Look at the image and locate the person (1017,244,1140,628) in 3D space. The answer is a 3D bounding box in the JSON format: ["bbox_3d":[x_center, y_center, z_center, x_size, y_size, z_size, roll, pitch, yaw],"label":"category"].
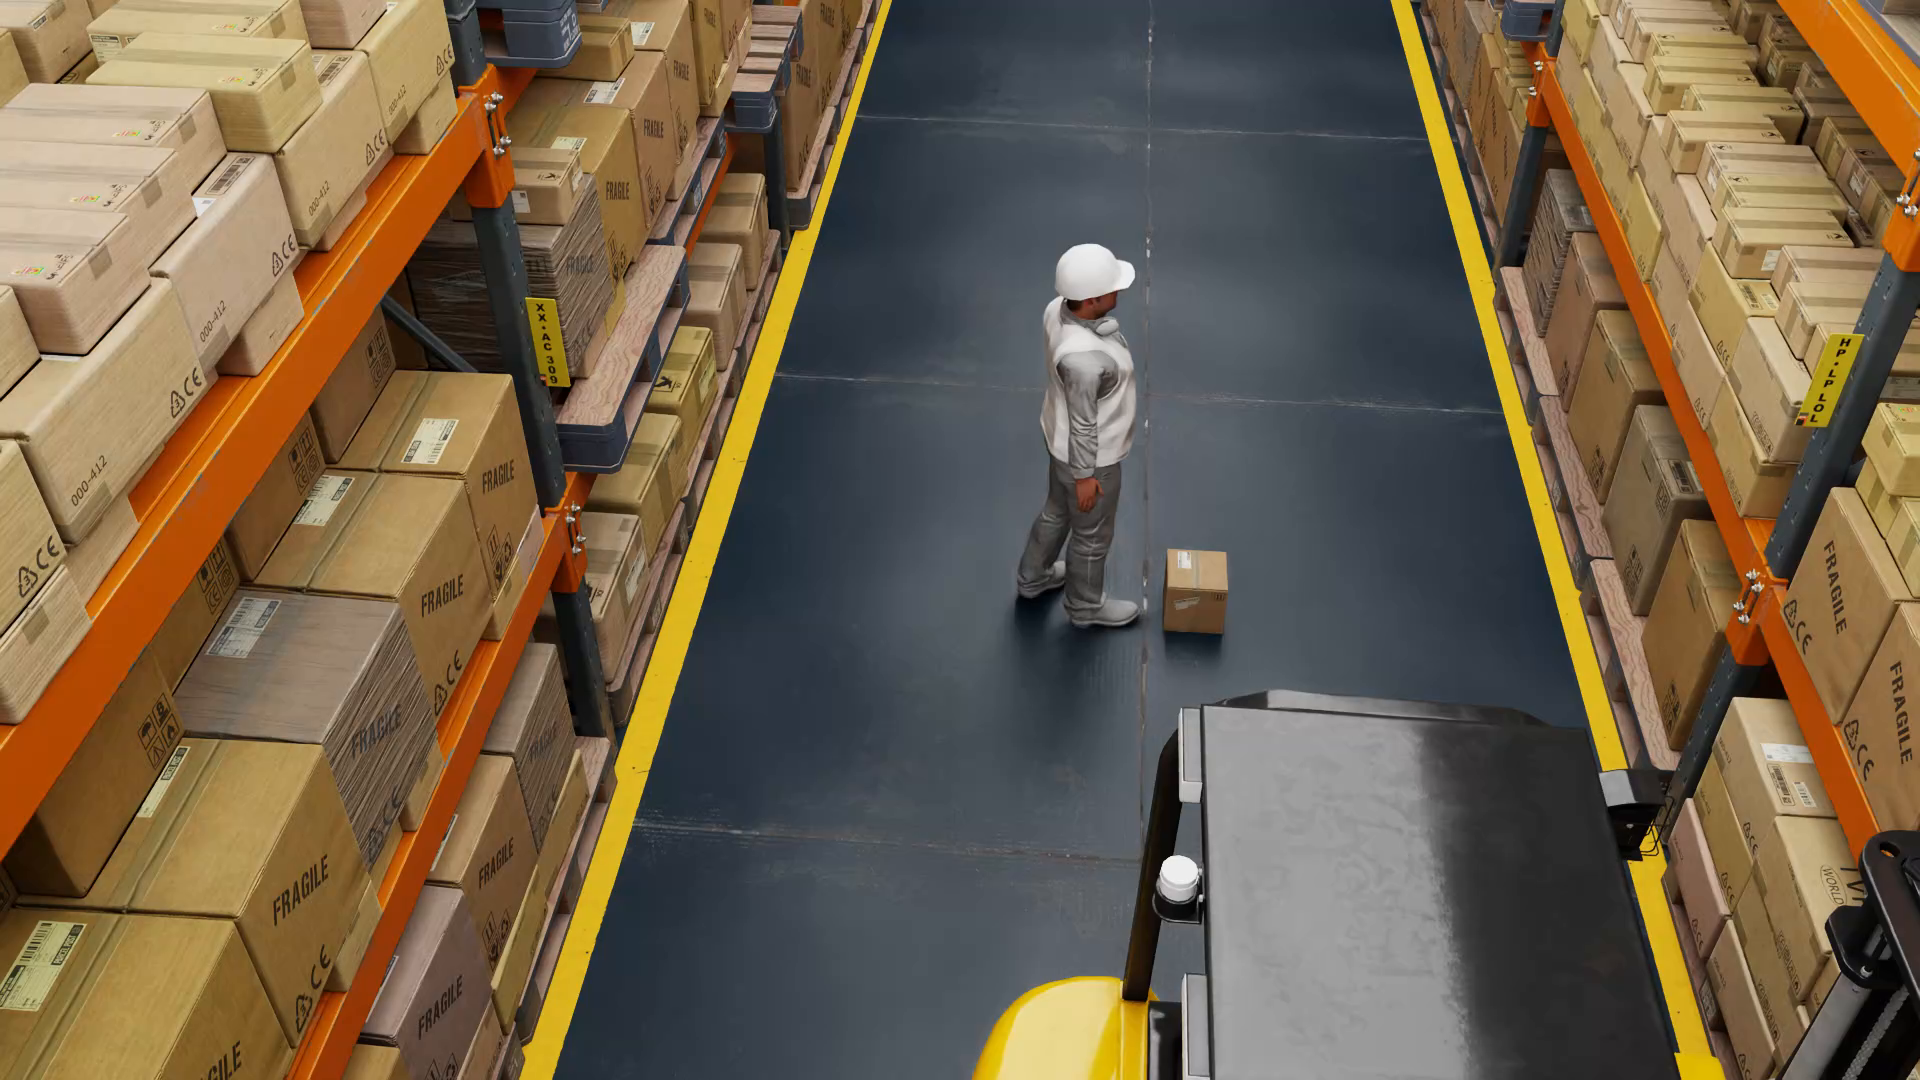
[{"bbox_3d":[0.502,-0.403,6.610,0.505,1.776,0.555,-5,40,-6],"label":"person"}]
